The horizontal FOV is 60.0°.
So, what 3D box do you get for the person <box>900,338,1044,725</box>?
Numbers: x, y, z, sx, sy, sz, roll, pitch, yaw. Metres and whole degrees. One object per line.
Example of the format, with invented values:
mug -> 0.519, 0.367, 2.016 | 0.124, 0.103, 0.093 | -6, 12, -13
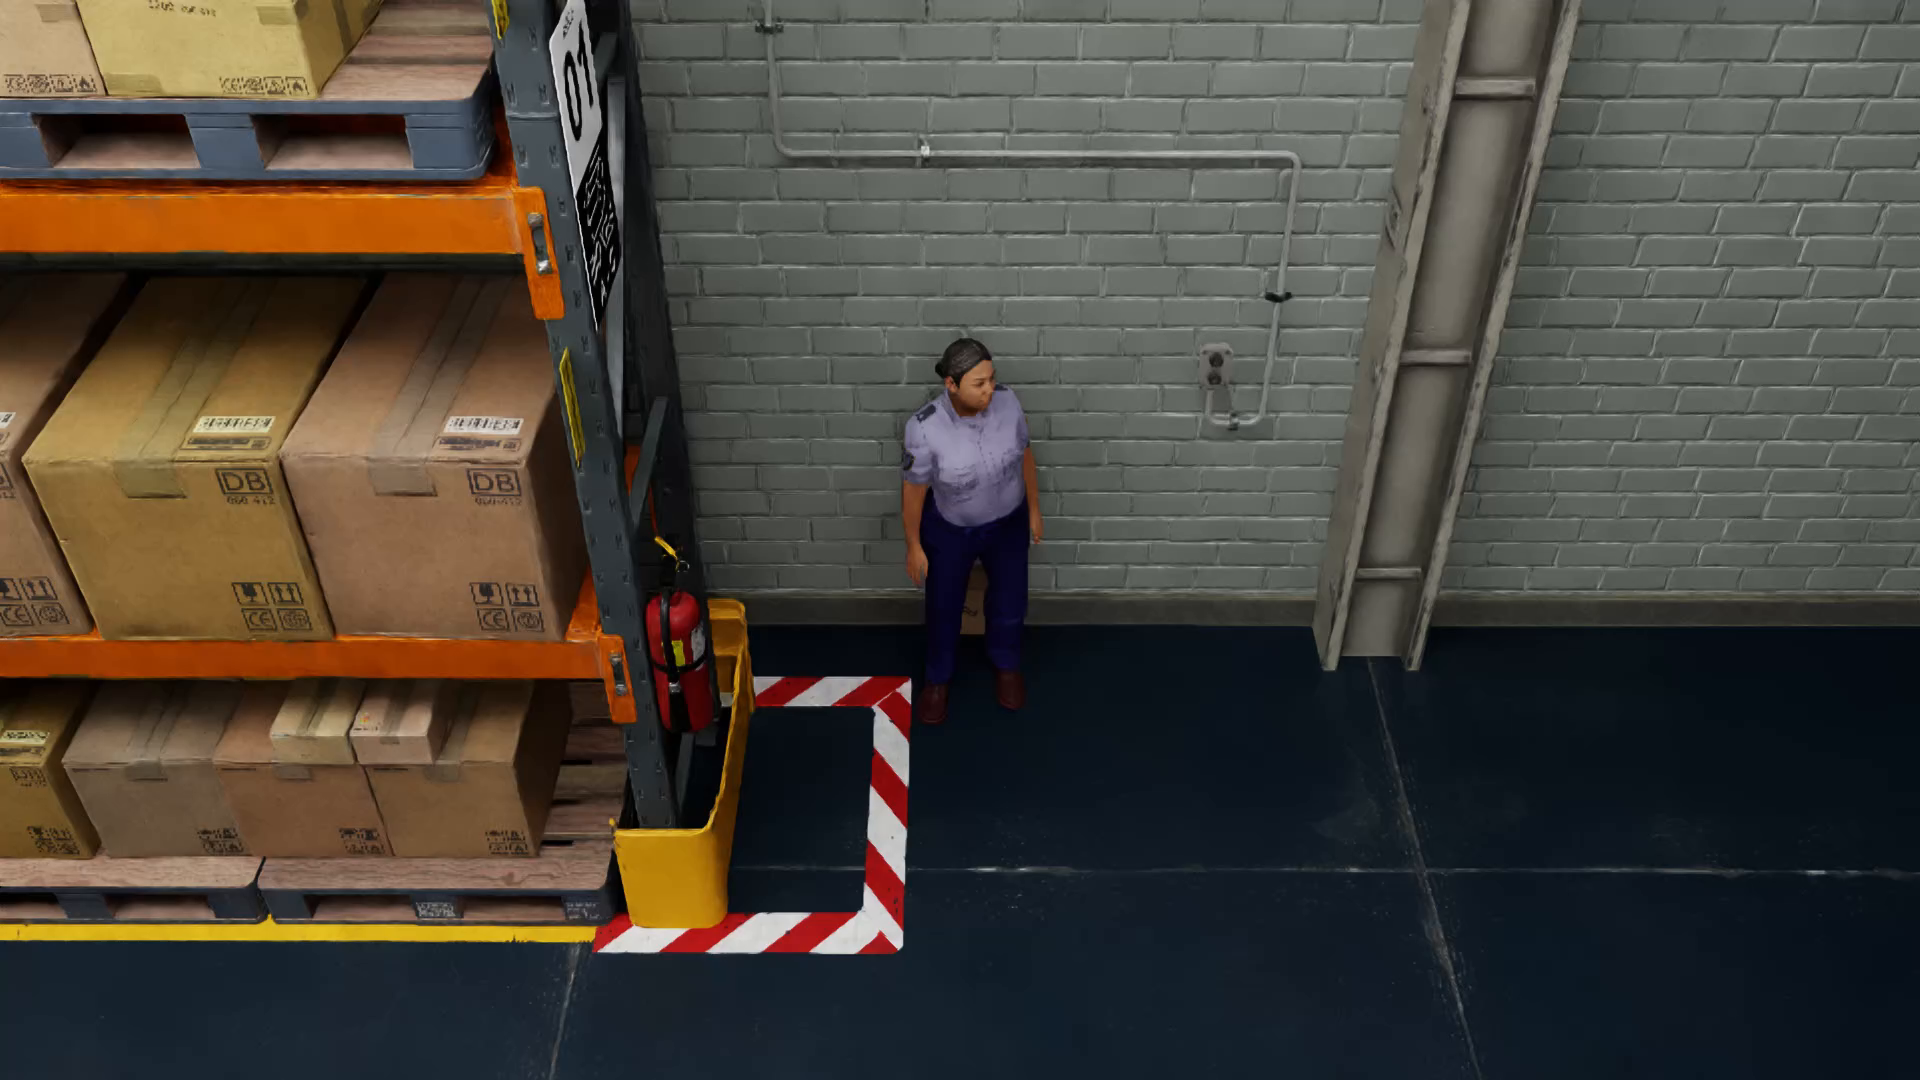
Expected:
person -> 0.051, -0.033, 6.172 | 0.556, 1.662, 0.382 | -16, 43, -19
